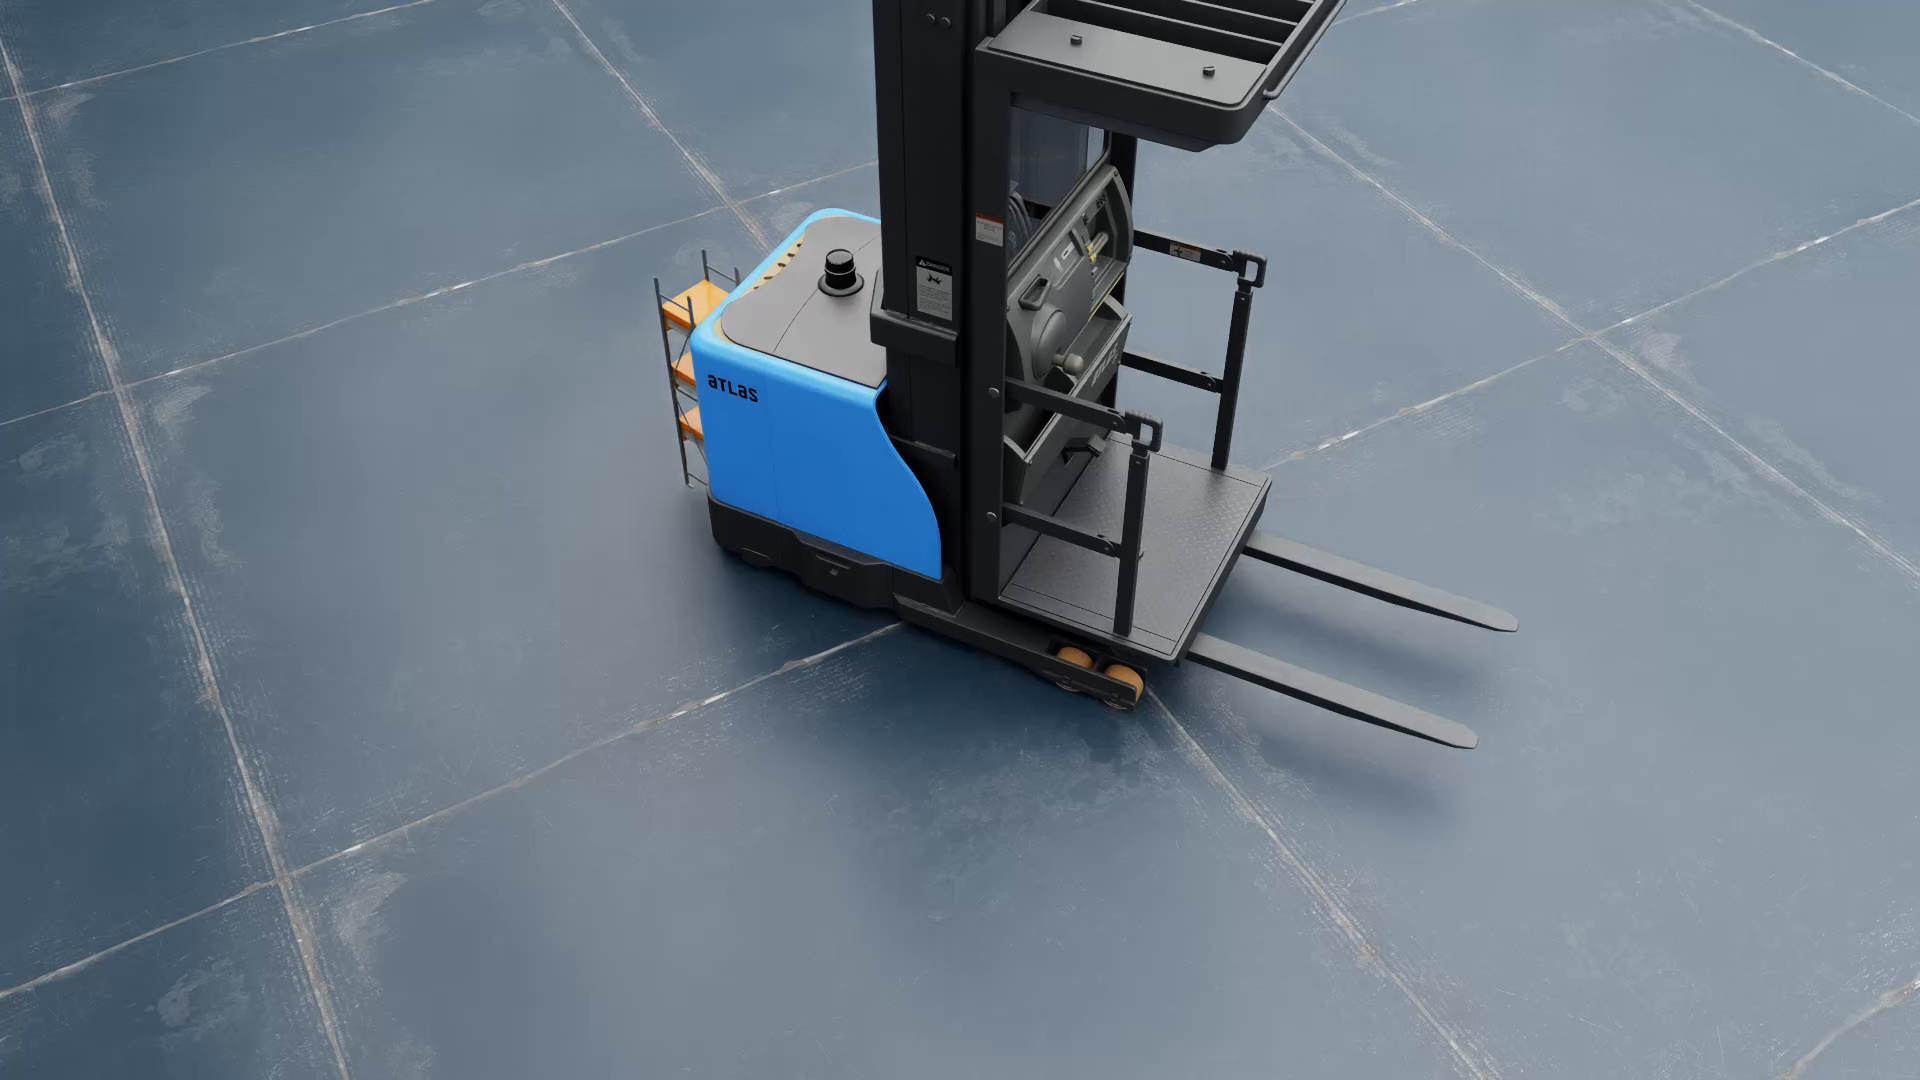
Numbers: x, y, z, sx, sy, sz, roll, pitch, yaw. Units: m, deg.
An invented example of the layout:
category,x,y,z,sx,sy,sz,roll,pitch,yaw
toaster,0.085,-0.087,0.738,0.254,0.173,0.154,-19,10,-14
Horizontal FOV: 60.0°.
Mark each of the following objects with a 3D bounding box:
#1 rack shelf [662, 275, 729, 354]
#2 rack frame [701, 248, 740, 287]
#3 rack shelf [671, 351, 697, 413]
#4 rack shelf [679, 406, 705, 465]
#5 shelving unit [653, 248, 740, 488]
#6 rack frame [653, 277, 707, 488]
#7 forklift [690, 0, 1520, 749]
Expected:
category,x,y,z,sx,sy,sz,roll,pitch,yaw
rack shelf,-0.997,-0.830,6.459,0.215,0.259,0.240,31,52,28
rack frame,-0.917,-0.698,6.716,0.200,1.050,0.008,31,52,28
rack shelf,-0.997,-0.626,6.657,0.215,0.259,0.240,31,52,28
rack shelf,-0.997,-0.427,6.850,0.215,0.259,0.240,31,52,28
shelving unit,-0.997,-0.634,6.649,0.215,1.050,0.252,31,52,28
rack frame,-1.077,-0.569,6.583,0.200,1.050,0.008,31,52,28
forklift,0.559,-0.857,5.528,3.031,2.935,1.130,19,47,19
